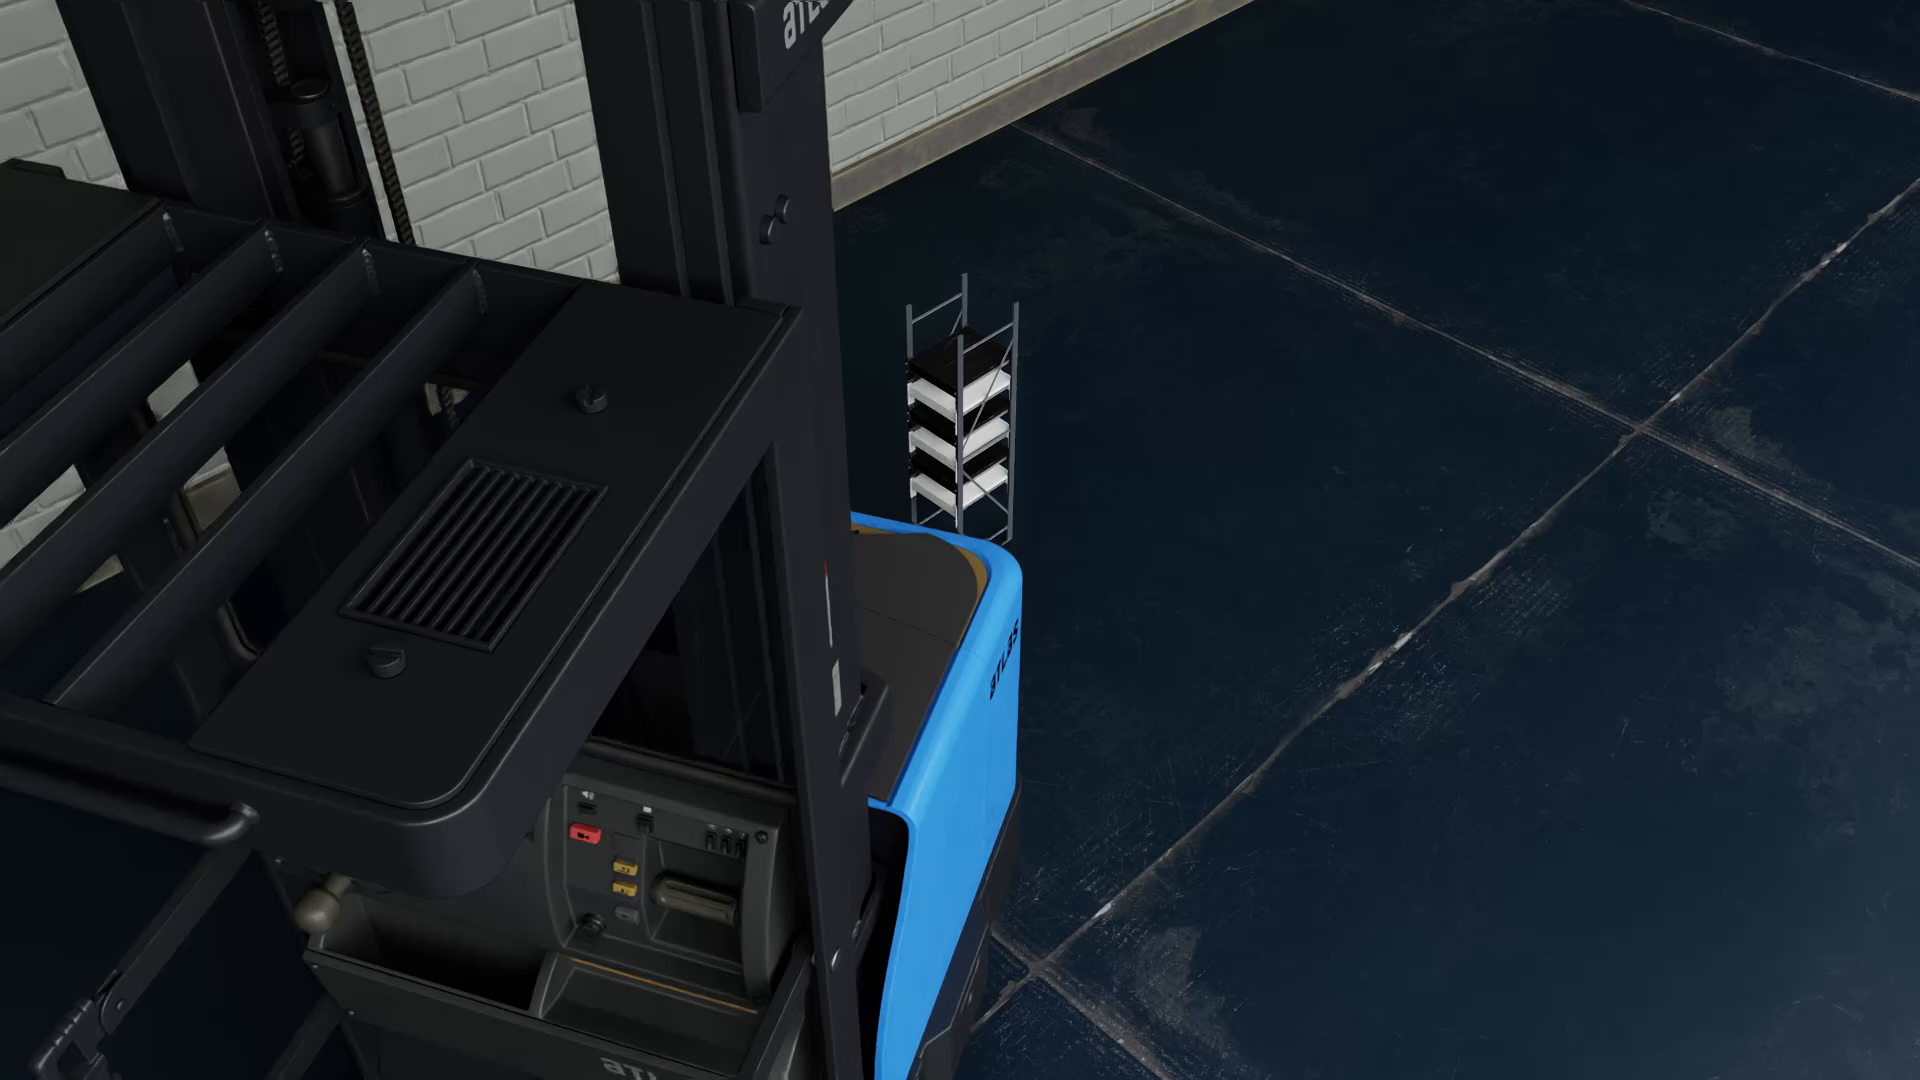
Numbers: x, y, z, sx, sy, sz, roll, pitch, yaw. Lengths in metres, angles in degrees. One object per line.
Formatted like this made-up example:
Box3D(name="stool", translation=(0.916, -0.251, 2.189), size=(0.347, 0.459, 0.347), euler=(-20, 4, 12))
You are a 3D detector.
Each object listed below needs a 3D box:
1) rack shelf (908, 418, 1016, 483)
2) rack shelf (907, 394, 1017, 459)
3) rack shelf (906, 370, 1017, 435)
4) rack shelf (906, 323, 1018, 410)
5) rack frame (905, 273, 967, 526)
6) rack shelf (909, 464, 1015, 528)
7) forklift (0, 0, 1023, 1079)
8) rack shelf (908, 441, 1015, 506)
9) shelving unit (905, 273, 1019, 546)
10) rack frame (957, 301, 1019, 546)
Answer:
Box3D(name="rack shelf", translation=(0.006, -0.302, 4.963), size=(0.258, 0.077, 0.200), euler=(-34, 53, -31))
Box3D(name="rack shelf", translation=(0.006, -0.368, 4.902), size=(0.258, 0.077, 0.200), euler=(-34, 53, -31))
Box3D(name="rack shelf", translation=(0.006, -0.434, 4.841), size=(0.258, 0.077, 0.200), euler=(-34, 53, -31))
Box3D(name="rack shelf", translation=(0.006, -0.500, 4.780), size=(0.258, 0.077, 0.200), euler=(-34, 53, -31))
Box3D(name="rack frame", translation=(-0.066, -0.375, 4.993), size=(0.240, 0.900, 0.006), euler=(-34, 53, -31))
Box3D(name="rack shelf", translation=(0.006, -0.170, 5.085), size=(0.258, 0.077, 0.200), euler=(-34, 53, -31))
Box3D(name="forklift", translation=(-0.782, 0.579, 2.464), size=(1.130, 2.935, 3.031), euler=(12, 44, 13))
Box3D(name="rack shelf", translation=(0.006, -0.236, 5.024), size=(0.258, 0.077, 0.200), euler=(-34, 53, -31))
Box3D(name="shelving unit", translation=(0.006, -0.327, 4.940), size=(0.258, 0.900, 0.210), euler=(-34, 53, -31))
Box3D(name="rack frame", translation=(0.078, -0.278, 4.888), size=(0.240, 0.900, 0.006), euler=(-34, 53, -31))
